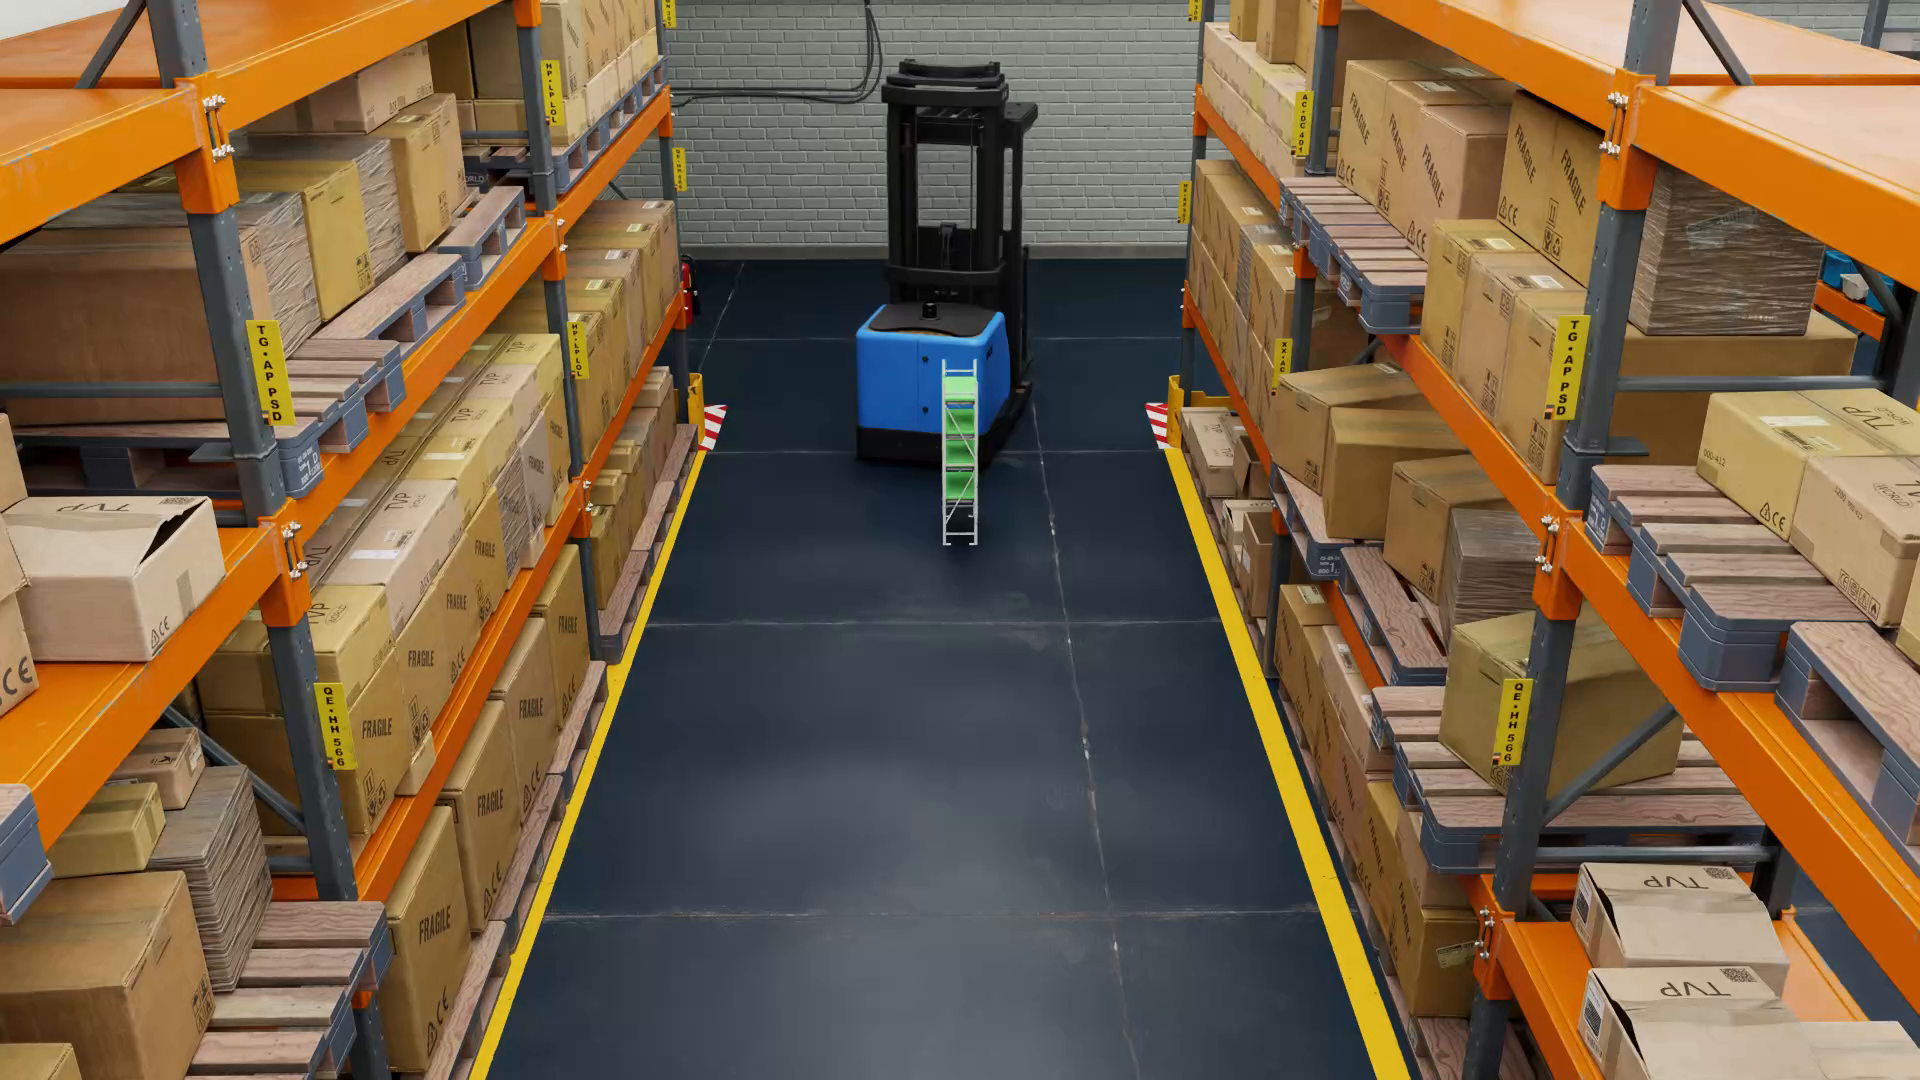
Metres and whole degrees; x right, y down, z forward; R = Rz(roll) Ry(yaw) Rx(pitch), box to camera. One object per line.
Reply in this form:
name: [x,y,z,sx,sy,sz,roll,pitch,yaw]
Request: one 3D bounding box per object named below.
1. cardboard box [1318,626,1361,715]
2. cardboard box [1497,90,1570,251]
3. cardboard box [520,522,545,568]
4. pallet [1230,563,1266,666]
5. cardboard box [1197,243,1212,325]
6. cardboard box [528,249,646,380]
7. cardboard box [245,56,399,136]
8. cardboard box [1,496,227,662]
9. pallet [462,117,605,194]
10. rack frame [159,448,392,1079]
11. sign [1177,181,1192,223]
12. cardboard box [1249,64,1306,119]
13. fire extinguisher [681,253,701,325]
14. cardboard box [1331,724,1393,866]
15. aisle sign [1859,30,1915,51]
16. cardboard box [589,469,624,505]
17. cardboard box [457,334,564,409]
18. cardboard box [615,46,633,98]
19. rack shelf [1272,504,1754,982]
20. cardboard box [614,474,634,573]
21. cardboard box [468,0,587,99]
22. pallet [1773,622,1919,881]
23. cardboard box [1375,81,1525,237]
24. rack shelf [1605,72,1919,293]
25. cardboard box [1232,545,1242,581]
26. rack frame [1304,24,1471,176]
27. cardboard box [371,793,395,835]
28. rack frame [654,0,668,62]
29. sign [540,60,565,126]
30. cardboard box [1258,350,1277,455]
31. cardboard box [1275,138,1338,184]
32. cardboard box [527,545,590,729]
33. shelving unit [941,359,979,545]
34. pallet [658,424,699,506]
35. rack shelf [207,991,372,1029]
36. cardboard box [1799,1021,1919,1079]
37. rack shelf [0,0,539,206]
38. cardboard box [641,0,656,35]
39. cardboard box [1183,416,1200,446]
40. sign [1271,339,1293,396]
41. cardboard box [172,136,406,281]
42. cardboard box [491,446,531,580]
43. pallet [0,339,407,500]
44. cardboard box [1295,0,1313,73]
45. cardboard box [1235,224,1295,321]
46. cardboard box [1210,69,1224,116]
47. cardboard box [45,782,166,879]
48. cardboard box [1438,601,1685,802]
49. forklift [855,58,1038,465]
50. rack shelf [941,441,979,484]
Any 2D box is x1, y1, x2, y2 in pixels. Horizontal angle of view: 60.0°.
cardboard box: [2.092,0.647,8.268,0.500,0.250,0.500,0,24,0]
cardboard box: [2.353,-1.382,6.190,0.500,0.500,0.500,0,24,-1]
cardboard box: [-2.301,0.025,8.336,0.380,0.149,0.250,0,24,-1]
pallet: [2.313,0.426,10.553,1.003,0.211,1.213,0,24,-1]
cardboard box: [2.028,-1.859,12.099,0.500,0.500,0.500,0,24,-1]
cardboard box: [-2.644,-1.499,11.060,0.980,0.700,0.700,-1,24,-3]
cardboard box: [-2.735,-1.902,7.110,0.500,0.250,0.500,-1,24,-2]
cardboard box: [-2.313,0.070,4.398,0.500,0.311,0.500,0,24,-1]
pallet: [-2.632,-2.202,9.446,1.003,0.211,1.213,0,24,-1]
rack frame: [-2.590,1.110,5.656,1.000,3.000,0.127,0,24,-1]
sign: [1.733,-2.602,12.813,0.100,0.325,0.005,0,24,-1]
cardboard box: [2.037,-2.699,10.014,0.500,0.250,0.500,0,24,-1]
fire extinguisher: [-2.218,-2.046,13.179,0.296,0.674,0.183,0,24,-1]
cardboard box: [2.101,1.211,7.932,0.500,0.500,0.500,-1,24,-3]
aisle sign: [6.931,-3.444,12.570,0.394,0.787,0.004,0,24,-1]
cardboard box: [-2.361,-0.337,10.591,0.380,0.149,0.250,1,24,1]
cardboard box: [-2.373,-0.879,8.636,0.500,0.250,0.500,0,24,1]
cardboard box: [-2.387,-2.992,10.637,0.500,0.250,0.500,-1,24,-2]
rack shelf: [2.341,0.590,7.679,1.077,0.370,4.000,0,24,-1]
cardboard box: [-2.542,-0.106,10.869,0.700,0.500,0.500,0,24,-1]
cardboard box: [-2.361,-2.710,9.103,0.500,0.500,0.500,0,24,-1]
pallet: [2.475,0.546,3.493,1.003,0.211,1.213,1,24,2]
cardboard box: [2.281,-1.728,7.538,0.600,0.600,0.600,-1,24,-1]
rack shelf: [2.385,-0.313,2.880,1.077,0.370,4.000,0,24,-1]
cardboard box: [1.965,0.149,10.707,0.380,0.149,0.250,0,24,-1]
rack frame: [2.319,-3.295,8.116,1.000,3.000,0.127,0,24,-1]
cardboard box: [-2.356,0.975,6.235,0.380,0.149,0.250,0,24,0]
rack frame: [-2.678,-4.920,11.708,1.000,3.000,0.127,0,24,-1]
sign: [-2.092,-2.290,8.525,0.100,0.325,0.005,0,24,-1]
cardboard box: [2.057,-0.812,9.785,0.500,0.500,0.500,0,24,0]
cardboard box: [2.048,-2.060,9.206,0.500,0.250,0.500,0,24,-1]
cardboard box: [-2.497,0.517,9.065,0.750,0.750,0.750,0,24,0]
shelving unit: [-0.002,-0.615,11.654,0.258,1.200,0.503,0,24,-1]
pallet: [-2.591,-0.587,12.791,1.003,0.211,1.213,0,24,-1]
rack shelf: [-2.569,2.262,3.982,1.077,0.370,4.000,0,24,-1]
cardboard box: [2.649,1.570,4.943,0.380,0.149,0.250,0,24,-1]
rack shelf: [-2.612,-1.937,6.472,1.077,0.370,4.000,0,24,-1]
cardboard box: [-2.397,-3.763,11.431,0.500,0.500,0.500,0,24,-1]
cardboard box: [1.939,-0.843,12.877,0.380,0.166,0.250,0,24,-1]
sign: [1.777,-0.951,9.162,0.100,0.325,0.005,0,24,-1]
cardboard box: [-2.722,-1.352,6.804,0.700,0.500,0.500,0,24,-1]
cardboard box: [-2.364,-0.122,7.873,0.500,0.500,0.500,0,24,0]
pallet: [-2.650,-0.436,5.662,1.213,0.211,1.003,1,24,2]
cardboard box: [2.401,-3.043,9.863,0.700,0.500,0.500,0,24,-1]
cardboard box: [2.041,-1.689,10.510,0.500,0.500,0.500,0,24,0]
cardboard box: [2.020,-3.090,11.483,0.500,0.250,0.500,0,24,-1]
cardboard box: [-2.538,0.843,4.804,0.380,0.149,0.250,-4,25,-9]
cardboard box: [2.243,0.590,6.174,0.700,0.500,0.500,-9,26,-18]
forklift: [0.011,-2.492,13.703,1.130,2.935,3.031,5,25,12]
rack shelf: [-0.002,-0.557,11.680,0.258,0.148,0.480,0,24,-1]
